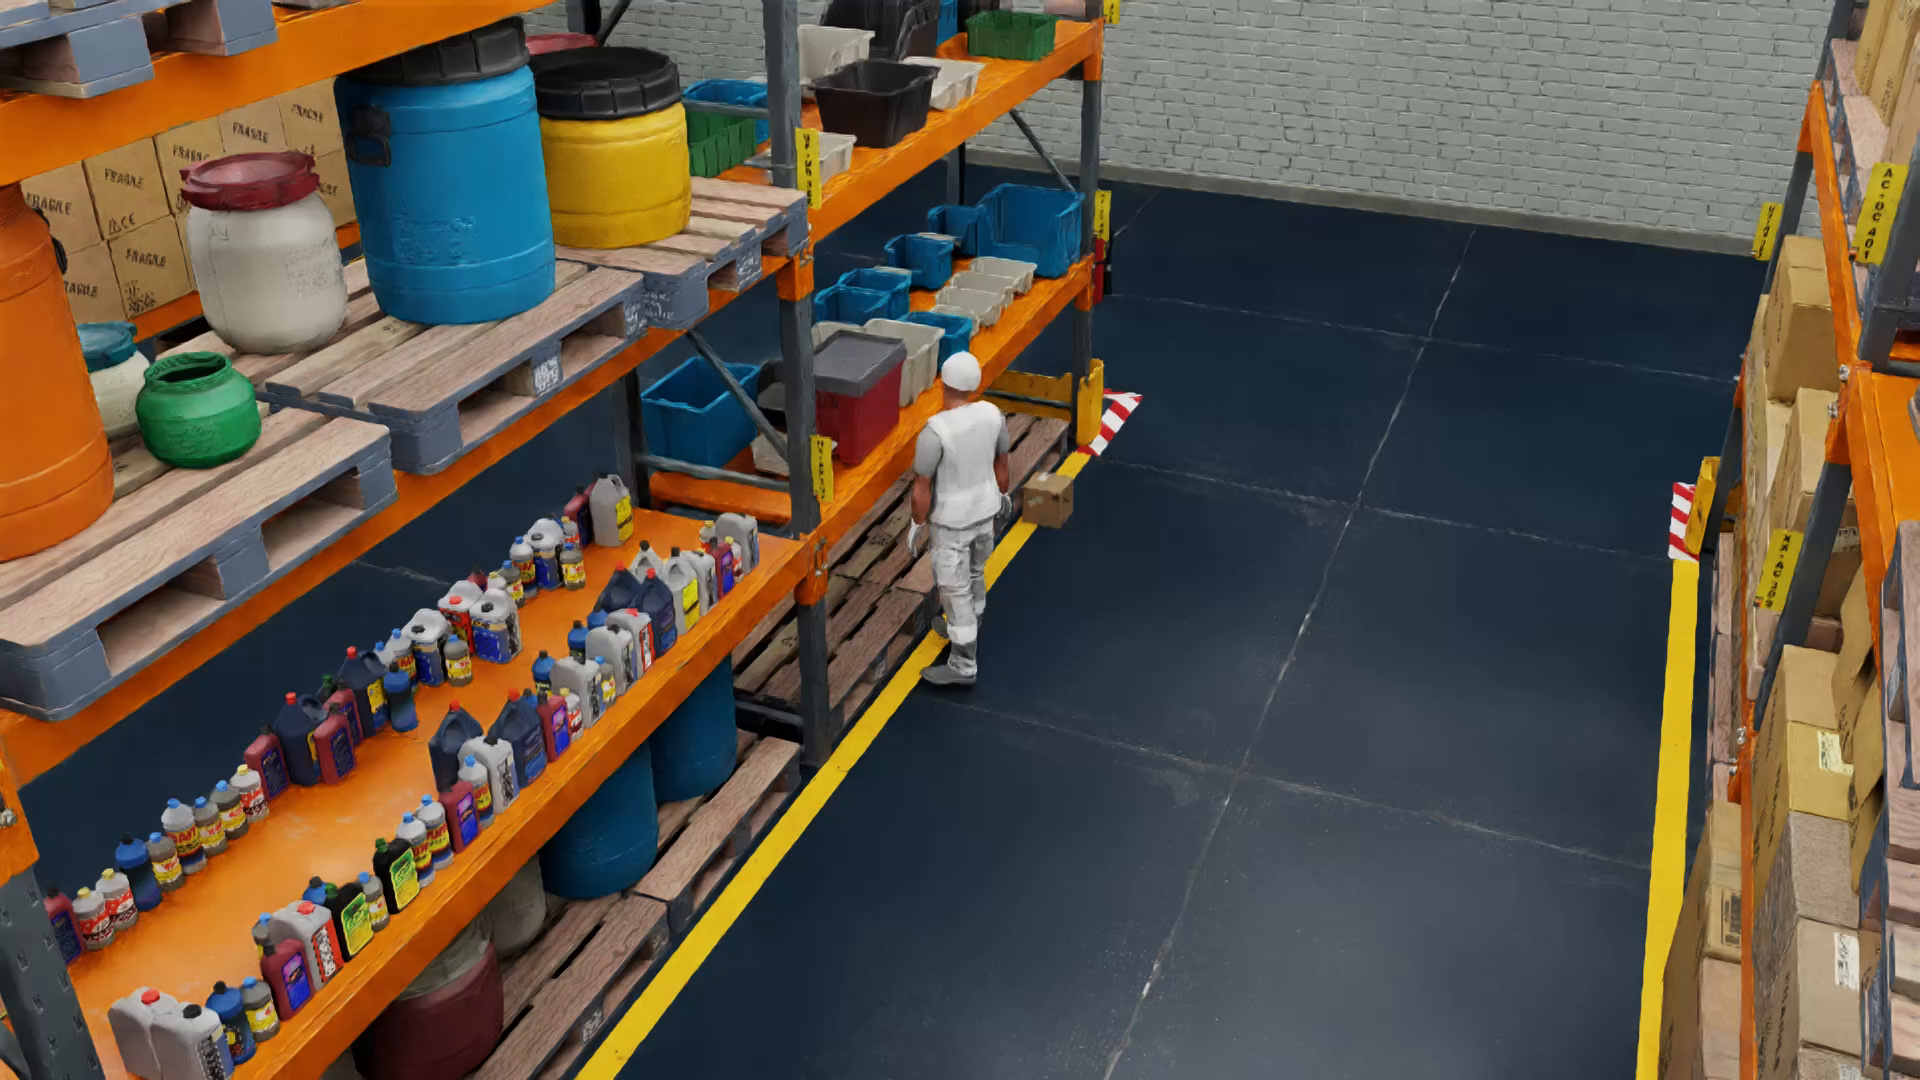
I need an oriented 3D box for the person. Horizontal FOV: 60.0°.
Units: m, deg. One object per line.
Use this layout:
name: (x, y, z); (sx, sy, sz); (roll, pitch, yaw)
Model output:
person: (-0.020, -0.154, 8.598); (0.663, 1.786, 0.570); (-23, 37, -35)
